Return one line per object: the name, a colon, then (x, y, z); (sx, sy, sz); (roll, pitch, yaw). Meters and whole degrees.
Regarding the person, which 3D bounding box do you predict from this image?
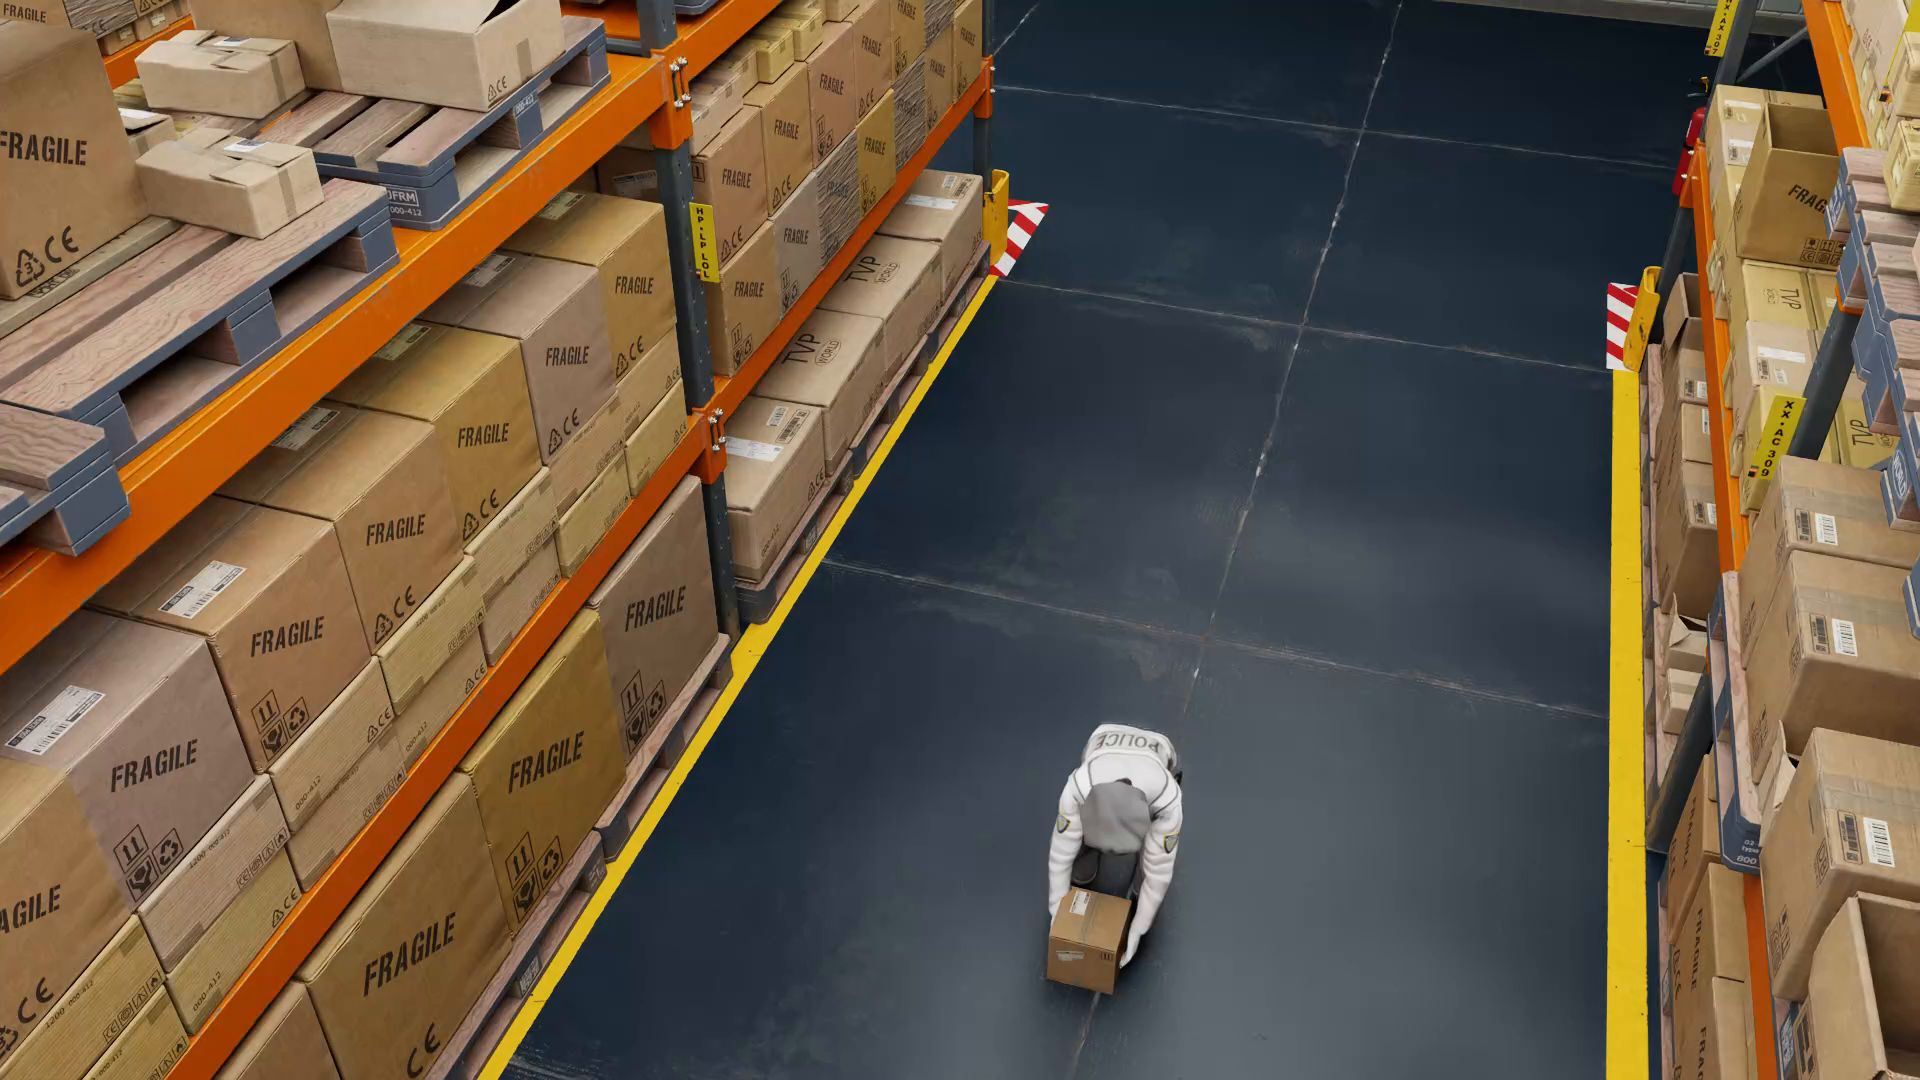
person: (0.648, 0.619, 6.074); (0.524, 1.662, 0.373); (9, 38, 12)
